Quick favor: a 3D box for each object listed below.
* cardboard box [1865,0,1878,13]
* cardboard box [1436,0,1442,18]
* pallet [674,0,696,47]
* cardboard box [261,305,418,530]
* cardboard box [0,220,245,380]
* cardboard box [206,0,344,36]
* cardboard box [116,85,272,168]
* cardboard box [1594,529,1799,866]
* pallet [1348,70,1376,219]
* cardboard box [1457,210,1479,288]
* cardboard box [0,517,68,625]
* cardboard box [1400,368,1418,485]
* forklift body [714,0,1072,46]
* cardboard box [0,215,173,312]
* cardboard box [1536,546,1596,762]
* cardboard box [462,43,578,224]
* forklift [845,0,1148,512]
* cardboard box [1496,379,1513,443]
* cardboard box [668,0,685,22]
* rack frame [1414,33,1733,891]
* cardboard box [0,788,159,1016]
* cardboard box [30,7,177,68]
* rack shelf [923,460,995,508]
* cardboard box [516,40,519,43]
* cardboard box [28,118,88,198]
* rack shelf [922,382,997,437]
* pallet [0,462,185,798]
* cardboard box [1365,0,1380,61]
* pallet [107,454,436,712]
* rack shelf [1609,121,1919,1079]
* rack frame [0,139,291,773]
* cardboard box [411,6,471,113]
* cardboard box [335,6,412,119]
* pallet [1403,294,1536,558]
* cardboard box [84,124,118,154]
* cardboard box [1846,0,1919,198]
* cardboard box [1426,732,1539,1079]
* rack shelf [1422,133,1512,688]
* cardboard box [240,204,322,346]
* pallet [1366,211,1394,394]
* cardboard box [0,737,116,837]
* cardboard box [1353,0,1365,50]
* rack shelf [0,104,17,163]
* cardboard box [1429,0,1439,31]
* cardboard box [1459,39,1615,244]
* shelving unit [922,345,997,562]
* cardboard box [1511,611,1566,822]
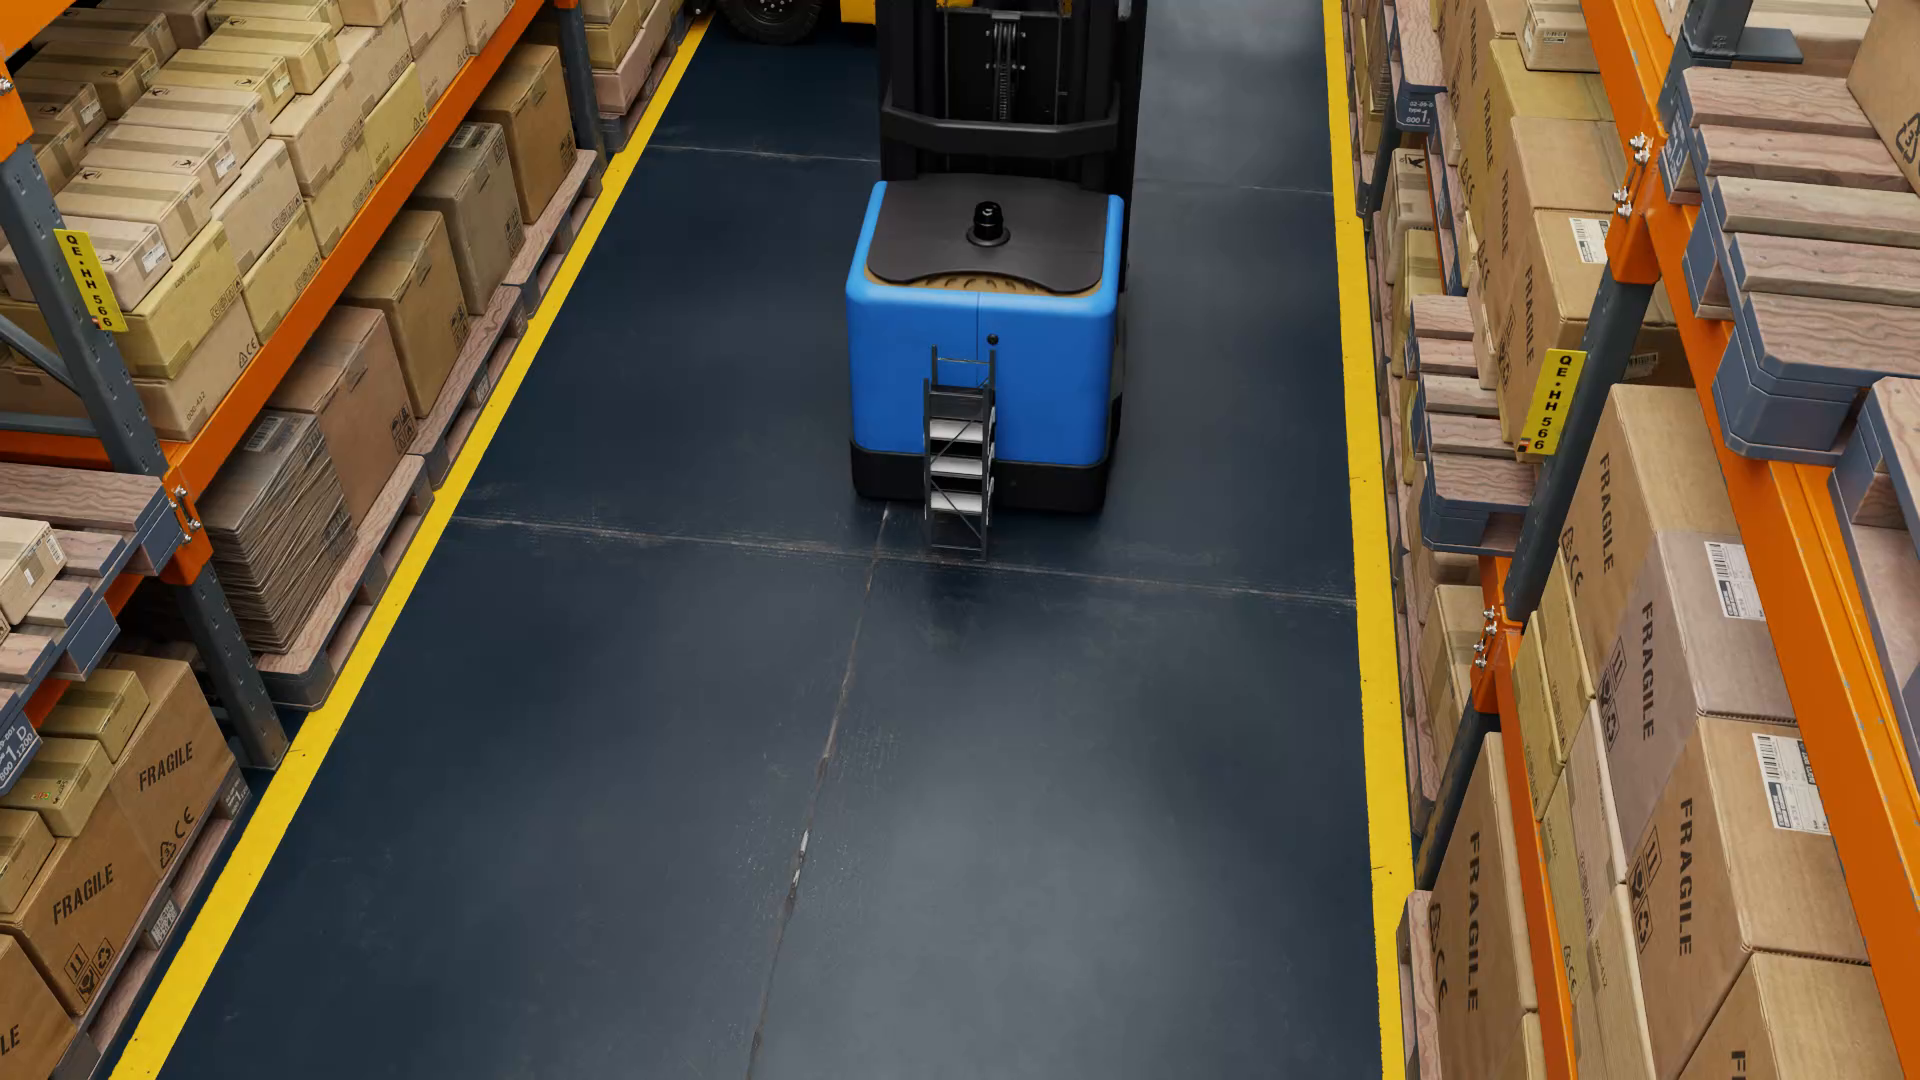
[{"bbox_3d":[2.225,-1.103,3.734,0.380,0.149,0.250,5,44,6],"label":"cardboard box"},{"bbox_3d":[2.132,-2.294,6.396,0.500,0.500,0.500,5,44,6],"label":"cardboard box"},{"bbox_3d":[-2.071,-3.440,10.229,1.003,0.211,1.213,5,44,6],"label":"pallet"},{"bbox_3d":[-2.731,-0.515,6.534,0.875,0.625,0.625,7,44,7],"label":"cardboard box"},{"bbox_3d":[-2.580,-0.760,5.116,0.500,0.250,0.500,5,44,5],"label":"cardboard box"},{"bbox_3d":[-2.473,-1.883,6.013,0.380,0.149,0.250,5,44,6],"label":"cardboard box"},{"bbox_3d":[-2.507,-1.356,5.456,0.380,0.149,0.250,6,44,6],"label":"cardboard box"},{"bbox_3d":[1.651,0.348,3.401,0.500,0.500,0.500,5,44,6],"label":"cardboard box"},{"bbox_3d":[2.598,-2.080,8.794,1.003,0.211,1.213,5,44,6],"label":"pallet"},{"bbox_3d":[1.841,-0.937,5.435,0.380,0.149,0.250,6,44,6],"label":"cardboard box"},{"bbox_3d":[-2.612,0.067,4.375,0.380,0.149,0.250,6,44,6],"label":"cardboard box"},{"bbox_3d":[2.295,-0.508,6.711,0.950,0.372,0.625,7,44,7],"label":"cardboard box"},{"bbox_3d":[-0.290,-4.040,9.453,2.313,2.155,1.214,5,44,6],"label":"forklift body"},{"bbox_3d":[-2.572,-0.817,4.886,0.380,0.149,0.250,6,44,7],"label":"cardboard box"},{"bbox_3d":[1.703,0.290,4.008,0.500,0.250,0.500,5,44,5],"label":"cardboard box"},{"bbox_3d":[-2.435,-2.014,8.117,0.875,0.625,0.625,7,44,7],"label":"cardboard box"},{"bbox_3d":[0.231,-2.192,6.933,1.130,2.935,3.031,4,44,5],"label":"forklift"},{"bbox_3d":[1.789,-0.401,4.869,0.380,0.149,0.250,6,44,6],"label":"cardboard box"},{"bbox_3d":[-1.880,-3.233,9.677,0.500,0.250,0.500,6,44,6],"label":"cardboard box"},{"bbox_3d":[2.015,0.094,4.469,1.000,3.000,0.127,5,44,6],"label":"rack frame"},{"bbox_3d":[-2.825,1.049,4.974,0.500,0.500,0.500,5,44,5],"label":"cardboard box"},{"bbox_3d":[-3.019,-1.748,5.870,0.380,0.149,0.250,5,44,5],"label":"cardboard box"},{"bbox_3d":[-0.001,-0.232,6.520,0.258,0.077,0.200,5,44,6],"label":"rack shelf"},{"bbox_3d":[-2.516,-2.767,8.821,0.500,0.250,0.500,4,44,5],"label":"cardboard box"},{"bbox_3d":[-3.045,-1.226,5.319,0.380,0.149,0.250,5,44,5],"label":"cardboard box"},{"bbox_3d":[-0.001,-0.493,6.272,0.258,0.077,0.200,5,44,6],"label":"rack shelf"},{"bbox_3d":[-2.926,0.183,4.514,1.213,0.211,1.003,5,44,6],"label":"pallet"},{"bbox_3d":[2.421,-2.833,8.709,0.500,0.500,0.500,6,44,6],"label":"cardboard box"},{"bbox_3d":[-2.758,0.101,6.490,1.003,0.211,1.213,5,44,6],"label":"pallet"},{"bbox_3d":[1.751,0.629,2.245,1.077,0.370,4.000,5,44,6],"label":"rack shelf"},{"bbox_3d":[-2.906,-0.355,4.943,1.000,3.000,0.127,5,44,6],"label":"rack frame"},{"bbox_3d":[-2.341,-1.980,6.769,0.500,0.250,0.500,5,44,6],"label":"cardboard box"},{"bbox_3d":[-2.408,-1.808,6.224,0.500,0.250,0.500,6,44,6],"label":"cardboard box"},{"bbox_3d":[2.004,-0.332,5.058,1.213,0.211,1.003,5,44,6],"label":"pallet"},{"bbox_3d":[-3.056,-1.162,5.541,0.500,0.250,0.500,6,44,6],"label":"cardboard box"},{"bbox_3d":[2.115,-0.914,2.972,0.797,0.503,0.637,3,44,3],"label":"cardboard box"},{"bbox_3d":[1.841,1.176,4.566,0.875,0.875,0.875,5,44,5],"label":"cardboard box"},{"bbox_3d":[2.279,-1.008,6.156,1.077,0.370,4.000,5,44,6],"label":"rack shelf"},{"bbox_3d":[-2.533,-0.923,5.652,0.500,0.250,0.500,4,44,5],"label":"cardboard box"},{"bbox_3d":[2.442,-1.089,7.746,1.003,0.211,1.213,5,44,6],"label":"pallet"},{"bbox_3d":[-2.725,0.714,4.856,0.380,0.149,0.250,3,44,3],"label":"cardboard box"},{"bbox_3d":[2.488,-2.923,9.350,0.500,0.250,0.500,6,44,6],"label":"cardboard box"},{"bbox_3d":[-3.170,0.181,2.719,1.077,0.370,4.000,5,44,6],"label":"rack shelf"},{"bbox_3d":[2.116,-2.176,6.744,0.380,0.149,0.250,6,44,6],"label":"cardboard box"},{"bbox_3d":[1.923,-1.235,5.278,0.500,0.500,0.500,3,43,3],"label":"cardboard box"},{"bbox_3d":[-0.001,-0.321,6.435,0.258,0.900,0.210,5,44,6],"label":"shelving unit"},{"bbox_3d":[1.701,0.459,4.192,0.500,0.250,0.500,5,44,5],"label":"cardboard box"}]
